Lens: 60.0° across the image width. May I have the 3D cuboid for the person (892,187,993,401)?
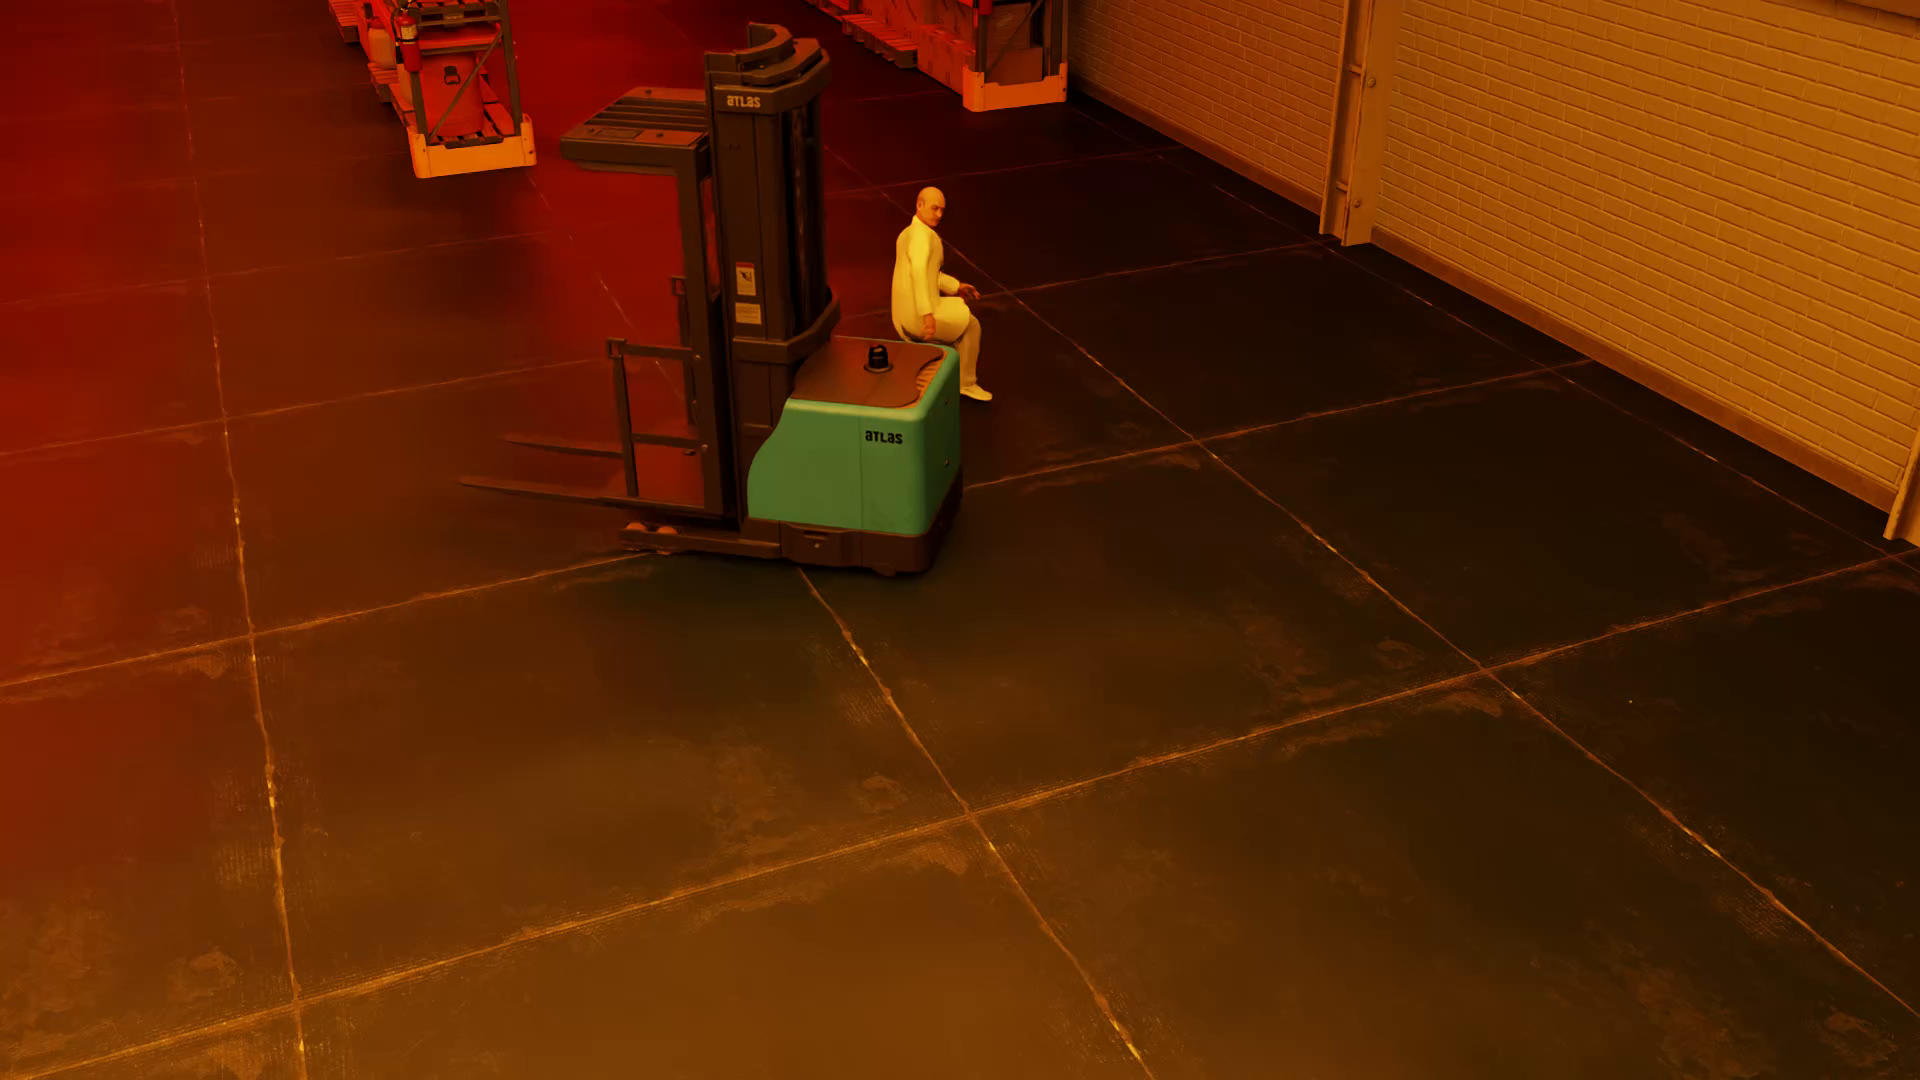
[{"bbox_3d":[-0.130,-1.592,11.312,0.801,1.570,0.808,-18,34,-28],"label":"person"}]

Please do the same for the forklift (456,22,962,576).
[{"bbox_3d":[-1.558,-1.432,9.625,3.031,2.935,1.130,6,30,11],"label":"forklift"}]
